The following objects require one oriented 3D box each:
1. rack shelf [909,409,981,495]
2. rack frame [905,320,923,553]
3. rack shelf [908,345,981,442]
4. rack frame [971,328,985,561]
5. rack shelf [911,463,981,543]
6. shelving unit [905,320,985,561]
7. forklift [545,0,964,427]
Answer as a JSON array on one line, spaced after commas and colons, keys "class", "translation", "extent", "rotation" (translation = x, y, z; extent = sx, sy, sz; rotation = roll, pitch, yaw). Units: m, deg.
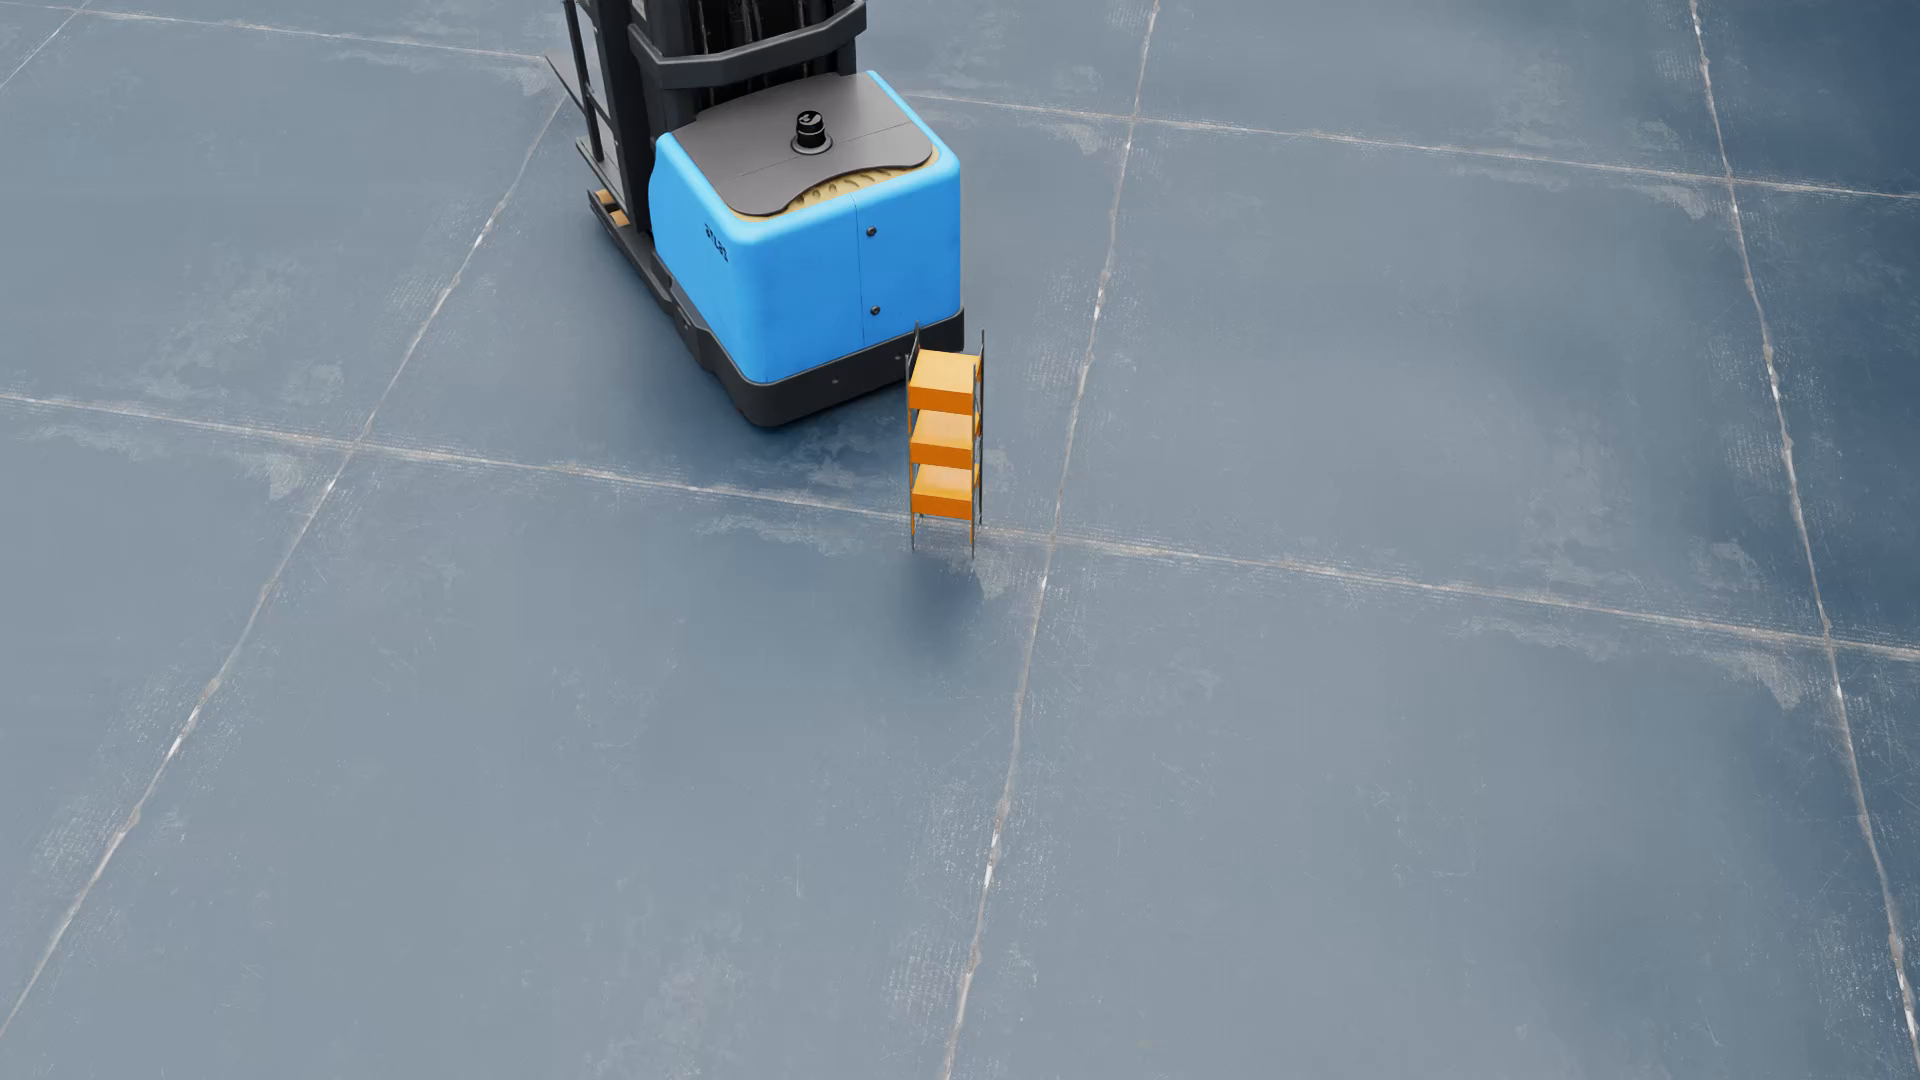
[{"class": "rack shelf", "translation": [-0.053, -0.351, 6.346], "extent": [0.240, 0.259, 0.215], "rotation": [8, 49, 7]}, {"class": "rack frame", "translation": [-0.173, -0.374, 6.352], "extent": [0.008, 1.050, 0.200], "rotation": [8, 49, 7]}, {"class": "rack shelf", "translation": [-0.053, -0.541, 6.135], "extent": [0.240, 0.259, 0.215], "rotation": [8, 49, 7]}, {"class": "rack frame", "translation": [0.067, -0.342, 6.323], "extent": [0.008, 1.050, 0.200], "rotation": [8, 49, 7]}, {"class": "rack shelf", "translation": [-0.053, -0.165, 6.552], "extent": [0.240, 0.259, 0.215], "rotation": [8, 49, 7]}, {"class": "shelving unit", "translation": [-0.053, -0.358, 6.338], "extent": [0.252, 1.050, 0.215], "rotation": [8, 49, 7]}, {"class": "forklift", "translation": [-1.145, -2.553, 7.046], "extent": [1.130, 2.935, 3.031], "rotation": [-23, 52, -19]}]
